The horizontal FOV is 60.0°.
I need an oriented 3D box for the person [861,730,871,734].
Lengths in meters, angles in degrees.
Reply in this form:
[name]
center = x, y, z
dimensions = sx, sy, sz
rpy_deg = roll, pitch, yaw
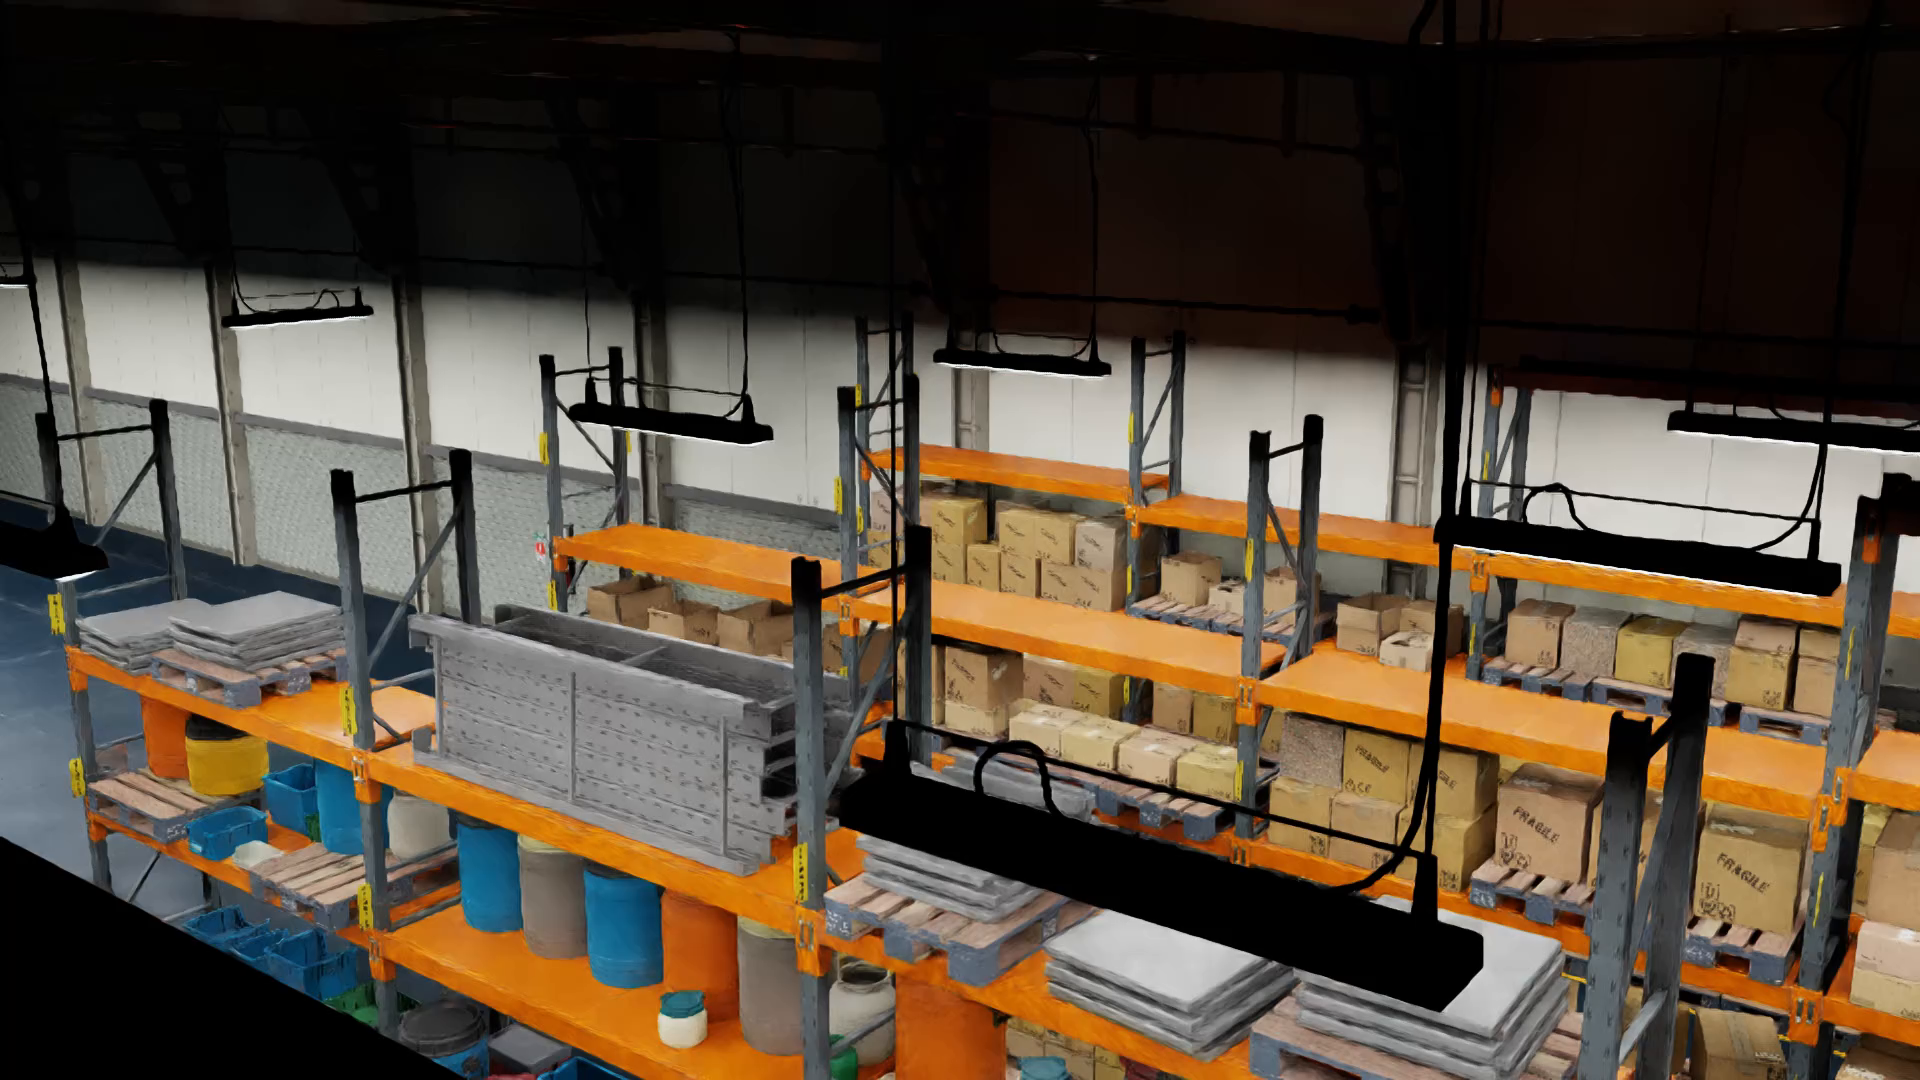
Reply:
[person]
center = -0.973, 2.911, 19.186
dimensions = 0.821, 1.577, 0.647
rpy_deg = 5, 14, 19
